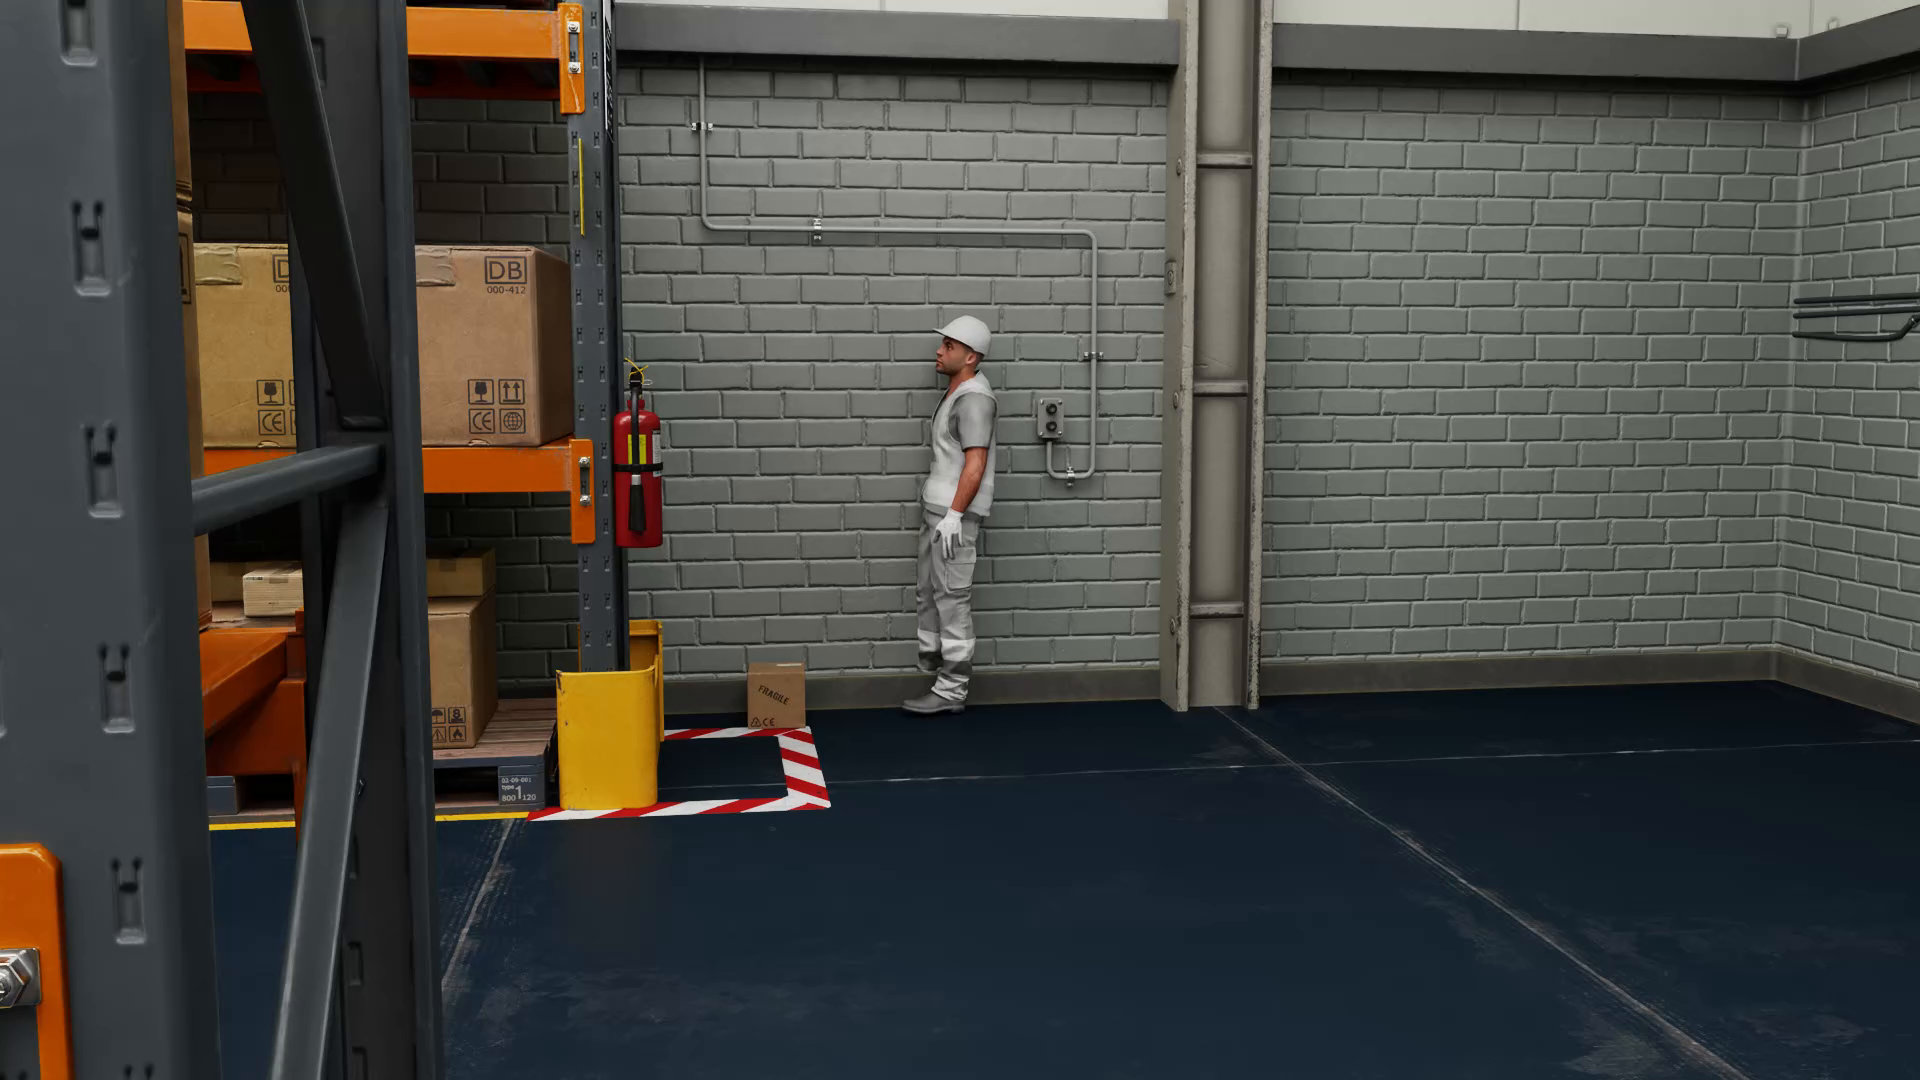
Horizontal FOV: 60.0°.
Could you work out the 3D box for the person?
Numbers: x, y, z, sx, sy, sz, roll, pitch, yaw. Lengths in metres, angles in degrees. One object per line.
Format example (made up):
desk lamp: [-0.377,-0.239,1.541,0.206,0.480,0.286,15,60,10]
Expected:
person: [-0.113,-0.108,7.487,0.563,1.788,0.638,-1,6,-8]
